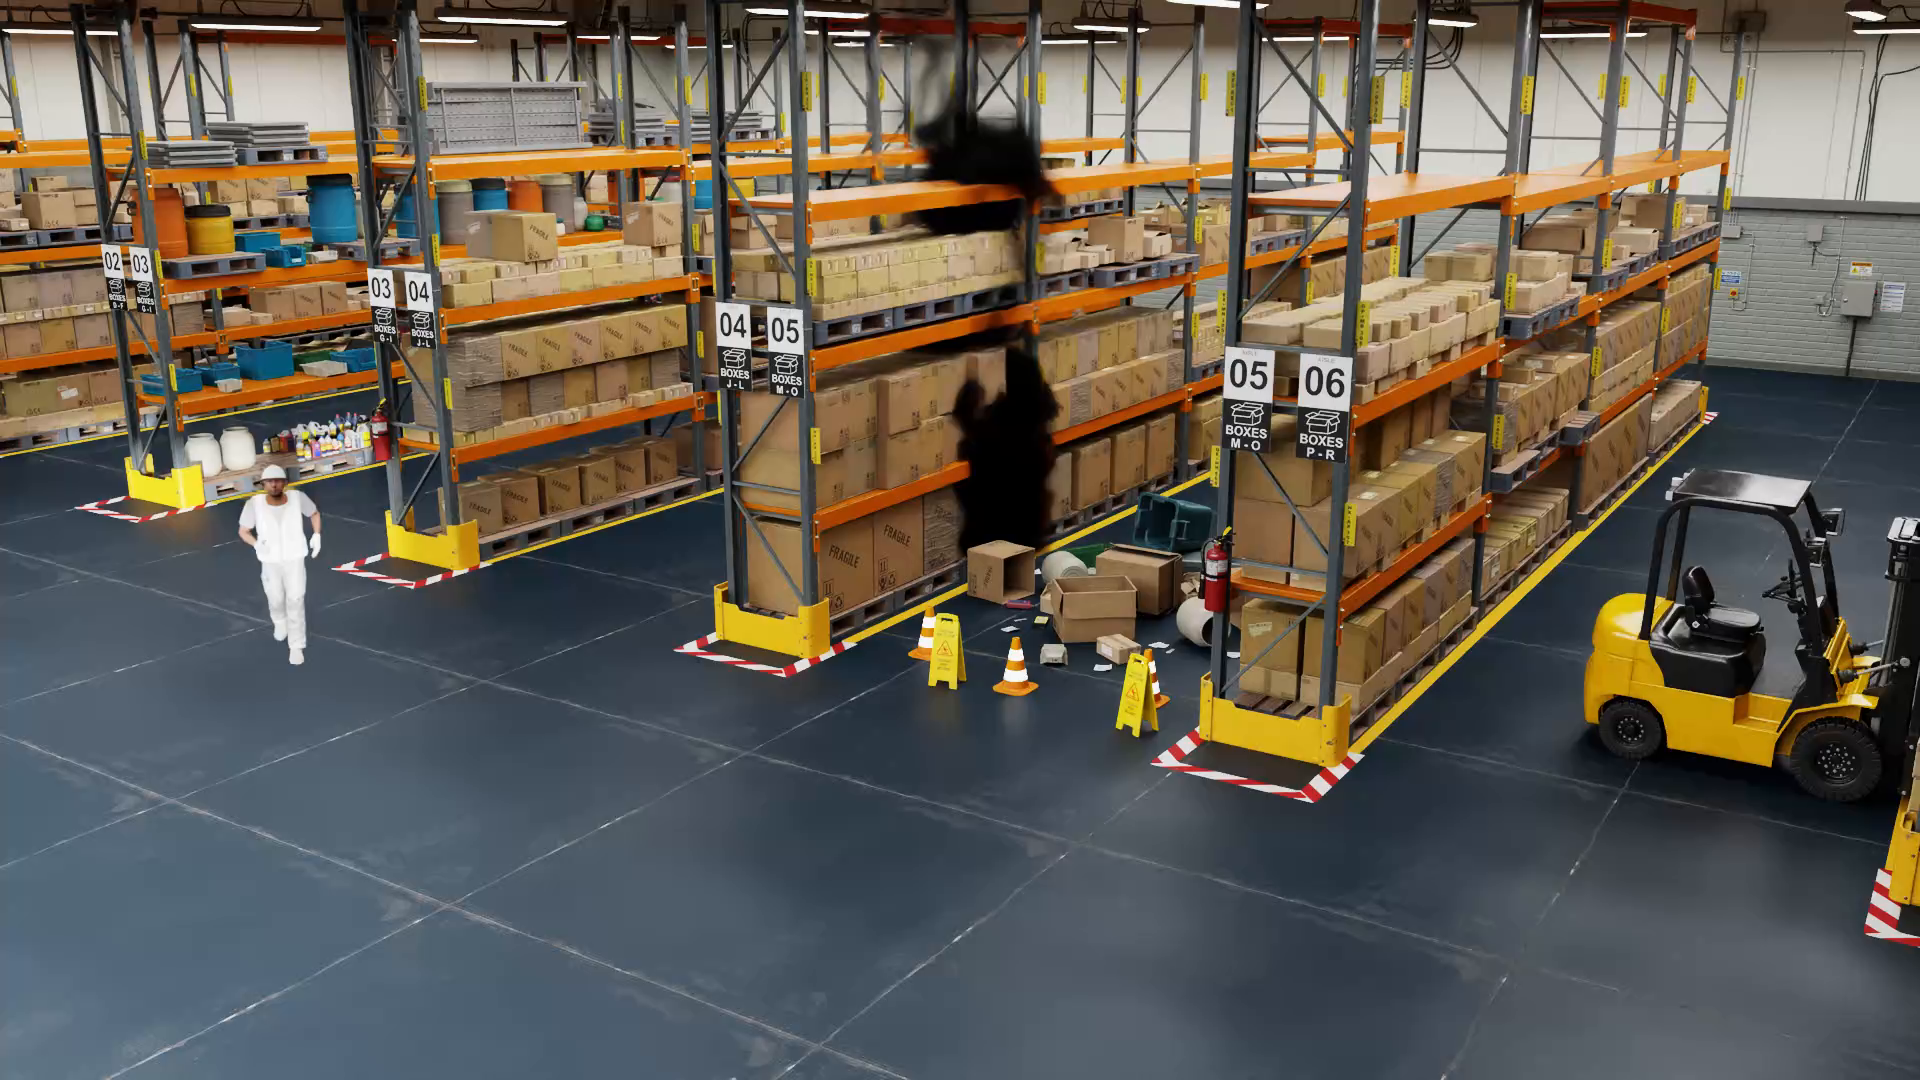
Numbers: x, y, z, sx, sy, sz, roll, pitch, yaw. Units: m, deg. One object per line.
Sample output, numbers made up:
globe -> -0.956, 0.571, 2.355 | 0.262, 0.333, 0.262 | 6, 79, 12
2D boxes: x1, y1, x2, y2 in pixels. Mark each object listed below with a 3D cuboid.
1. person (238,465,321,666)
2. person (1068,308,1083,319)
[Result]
person -> -6.217, 0.178, 15.263 | 0.689, 1.797, 0.861 | -6, 17, -21
person -> 1.854, -2.910, 26.634 | 0.704, 1.680, 0.692 | 9, 18, 30
